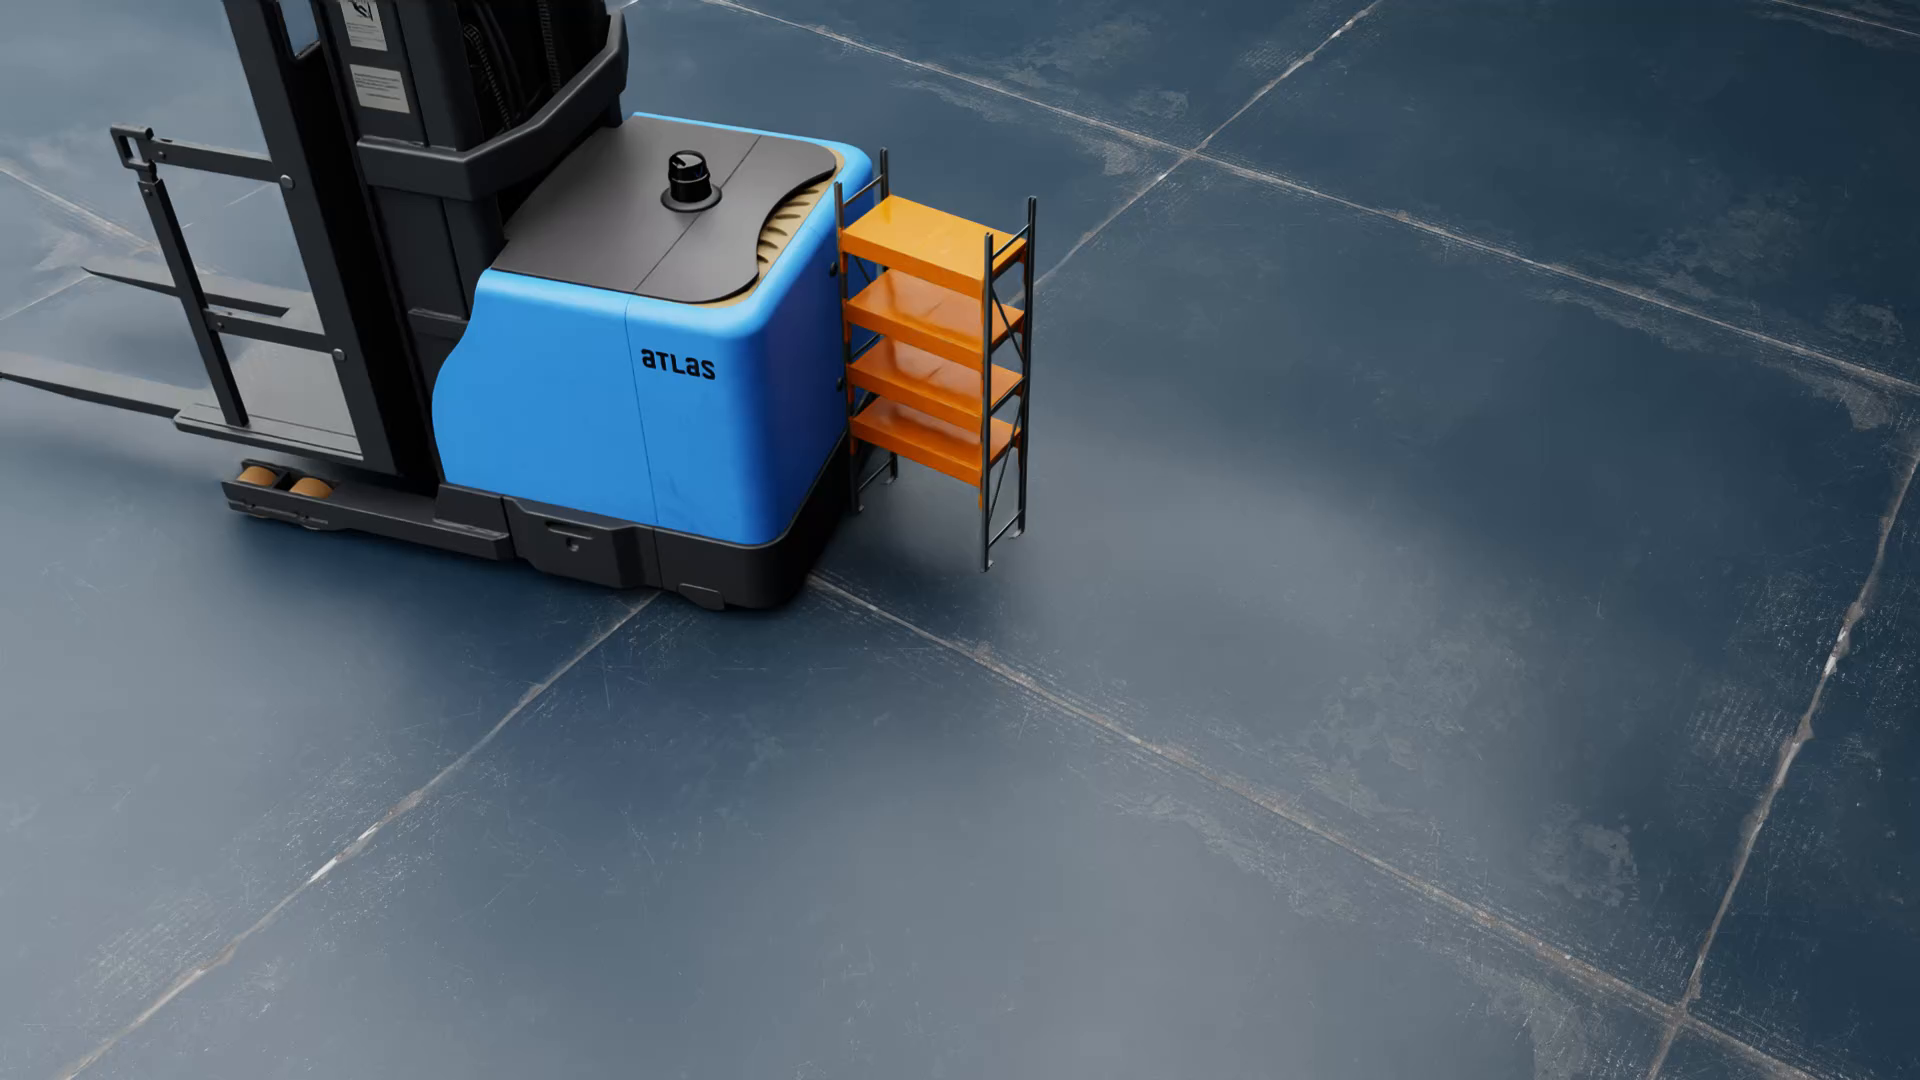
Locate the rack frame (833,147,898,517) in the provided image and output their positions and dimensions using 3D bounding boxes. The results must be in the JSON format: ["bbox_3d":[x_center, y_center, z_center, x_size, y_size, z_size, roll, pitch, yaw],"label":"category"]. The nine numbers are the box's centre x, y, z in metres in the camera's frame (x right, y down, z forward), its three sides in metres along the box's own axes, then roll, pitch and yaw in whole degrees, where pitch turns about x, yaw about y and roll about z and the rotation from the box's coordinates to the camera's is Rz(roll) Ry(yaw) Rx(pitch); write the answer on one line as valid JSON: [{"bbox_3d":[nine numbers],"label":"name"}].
[{"bbox_3d":[-0.275,-0.590,5.010,0.015,1.200,0.240,23,47,24],"label":"rack frame"}]

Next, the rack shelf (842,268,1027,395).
[{"bbox_3d":[-0.070,-0.619,4.807,0.480,0.148,0.258,23,47,24],"label":"rack shelf"}]

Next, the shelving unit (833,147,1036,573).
[{"bbox_3d":[-0.070,-0.502,4.911,0.503,1.200,0.258,23,47,24],"label":"shelving unit"}]

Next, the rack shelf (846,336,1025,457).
[{"bbox_3d":[-0.070,-0.452,4.956,0.480,0.148,0.258,23,47,24],"label":"rack shelf"}]

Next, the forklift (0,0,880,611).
[{"bbox_3d":[-1.821,-1.448,4.670,3.031,2.935,1.130,12,43,13],"label":"forklift"}]

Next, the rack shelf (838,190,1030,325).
[{"bbox_3d":[-0.070,-0.795,4.649,0.480,0.148,0.258,23,47,24],"label":"rack shelf"}]

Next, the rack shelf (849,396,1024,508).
[{"bbox_3d":[-0.070,-0.304,5.089,0.480,0.148,0.258,23,47,24],"label":"rack shelf"}]

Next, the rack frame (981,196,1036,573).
[{"bbox_3d":[0.135,-0.414,4.813,0.015,1.200,0.240,23,47,24],"label":"rack frame"}]
